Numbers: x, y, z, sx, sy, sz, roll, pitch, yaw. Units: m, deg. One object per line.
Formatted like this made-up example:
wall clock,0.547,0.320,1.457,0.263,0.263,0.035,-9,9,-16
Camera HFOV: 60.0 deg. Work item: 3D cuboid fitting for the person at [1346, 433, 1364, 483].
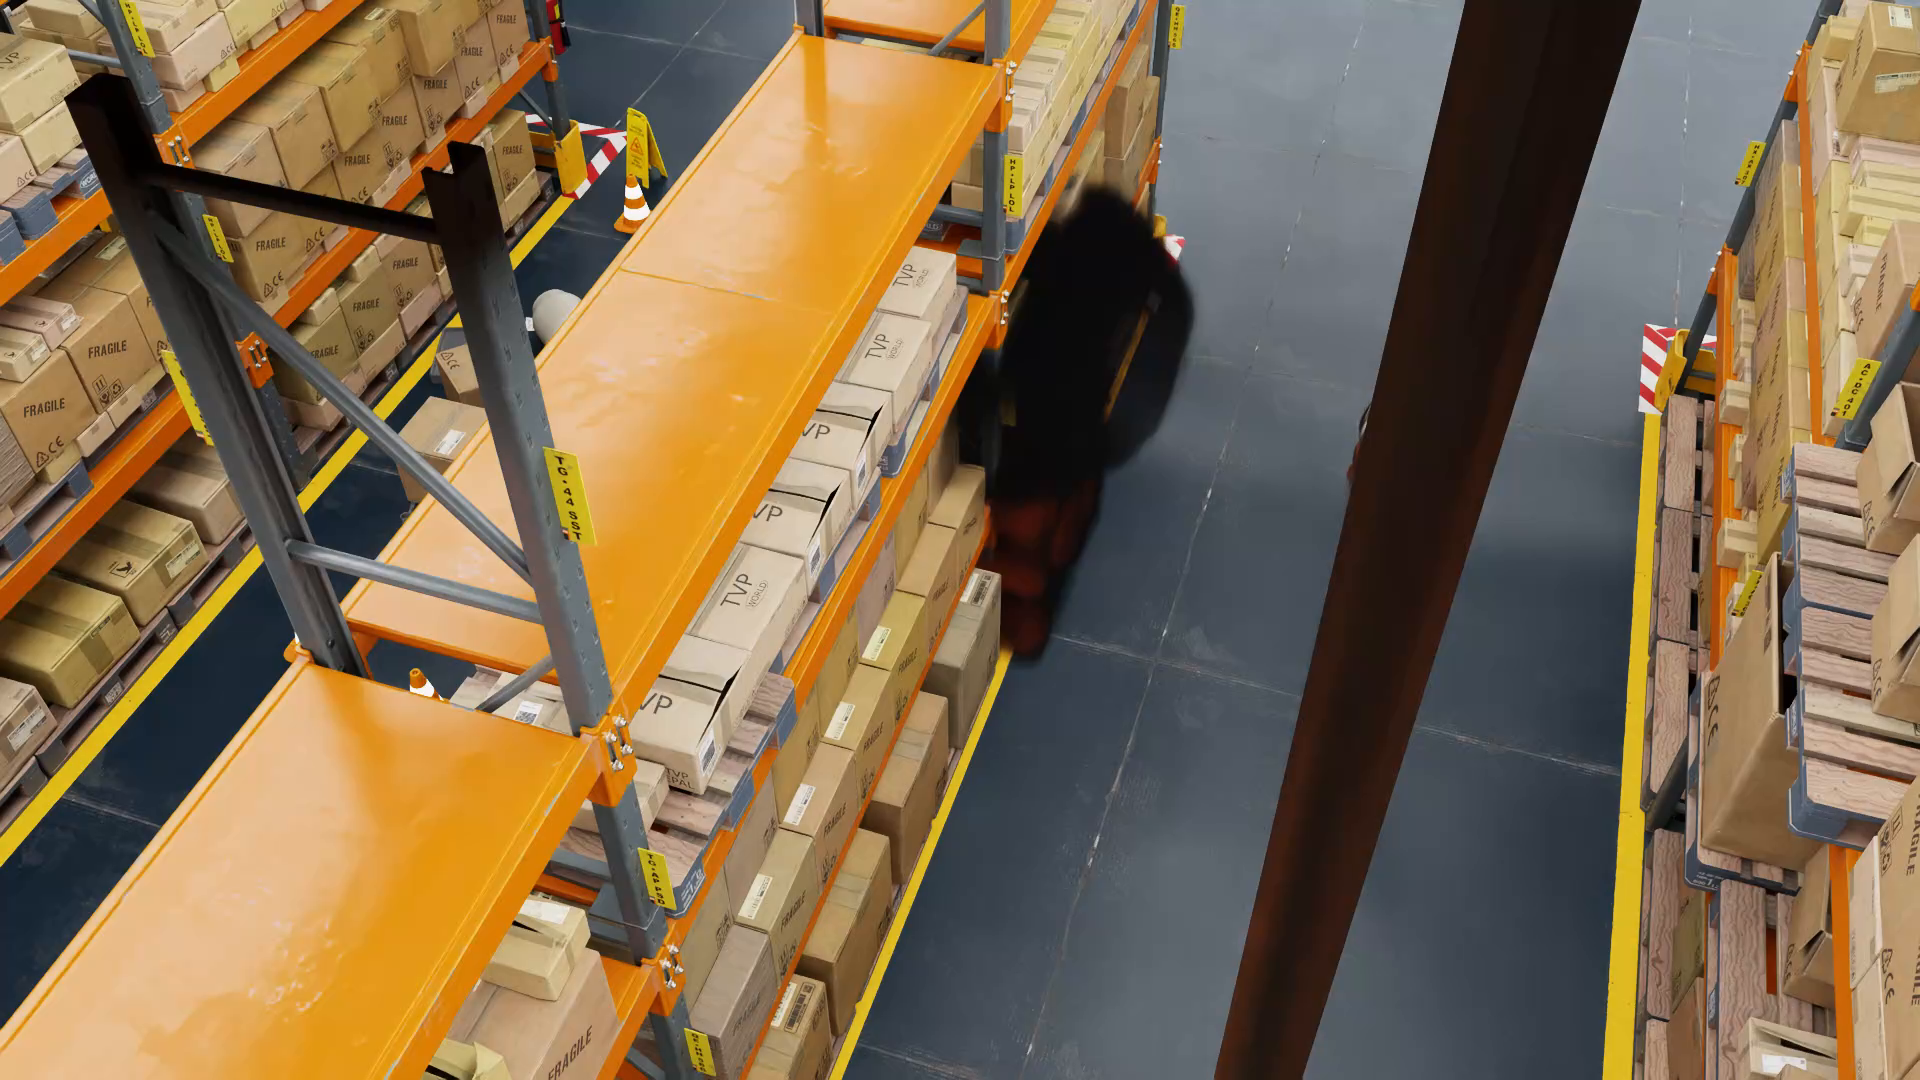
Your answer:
person,2.560,-0.470,9.909,0.523,1.605,0.788,5,46,5
